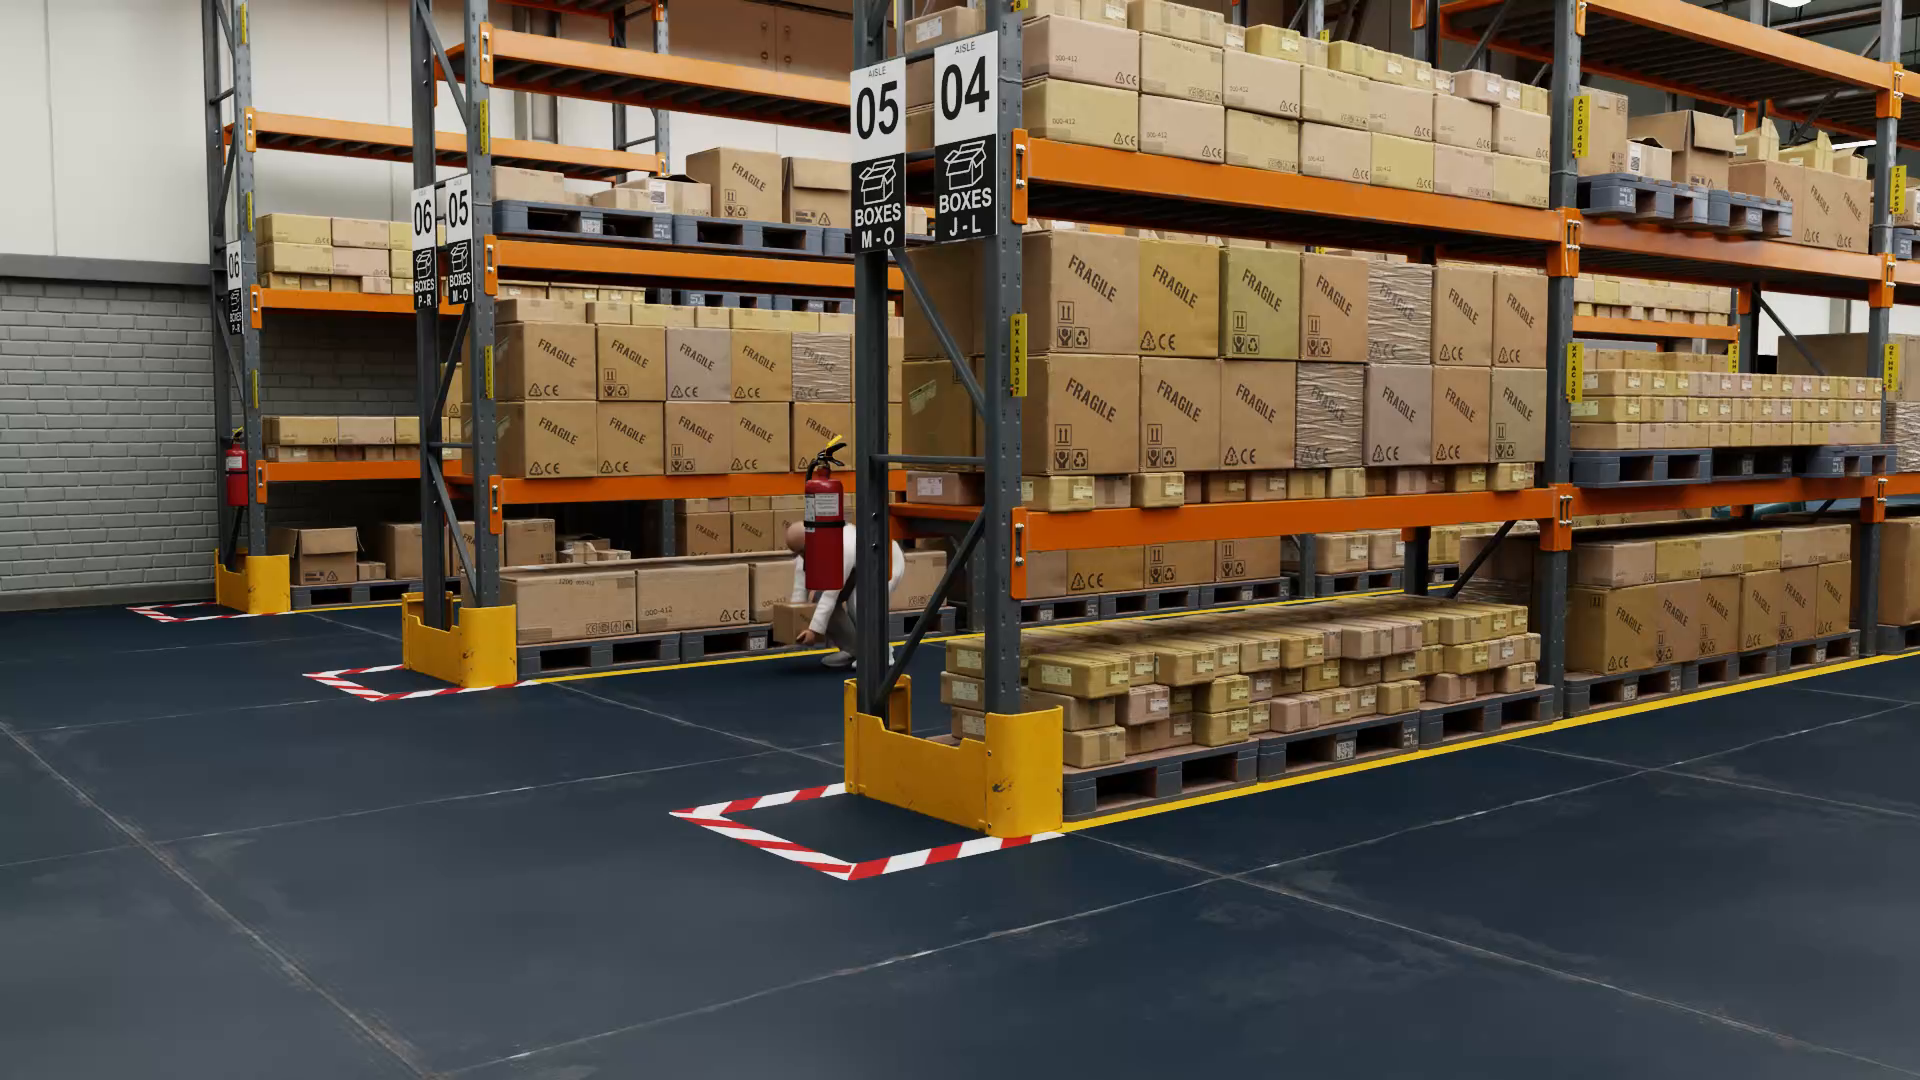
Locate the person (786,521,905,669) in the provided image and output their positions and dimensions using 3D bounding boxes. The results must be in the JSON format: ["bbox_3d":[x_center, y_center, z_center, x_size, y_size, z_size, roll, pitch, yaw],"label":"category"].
[{"bbox_3d":[-0.785,0.364,11.197,0.936,1.013,0.591,-4,6,-41],"label":"person"}]
